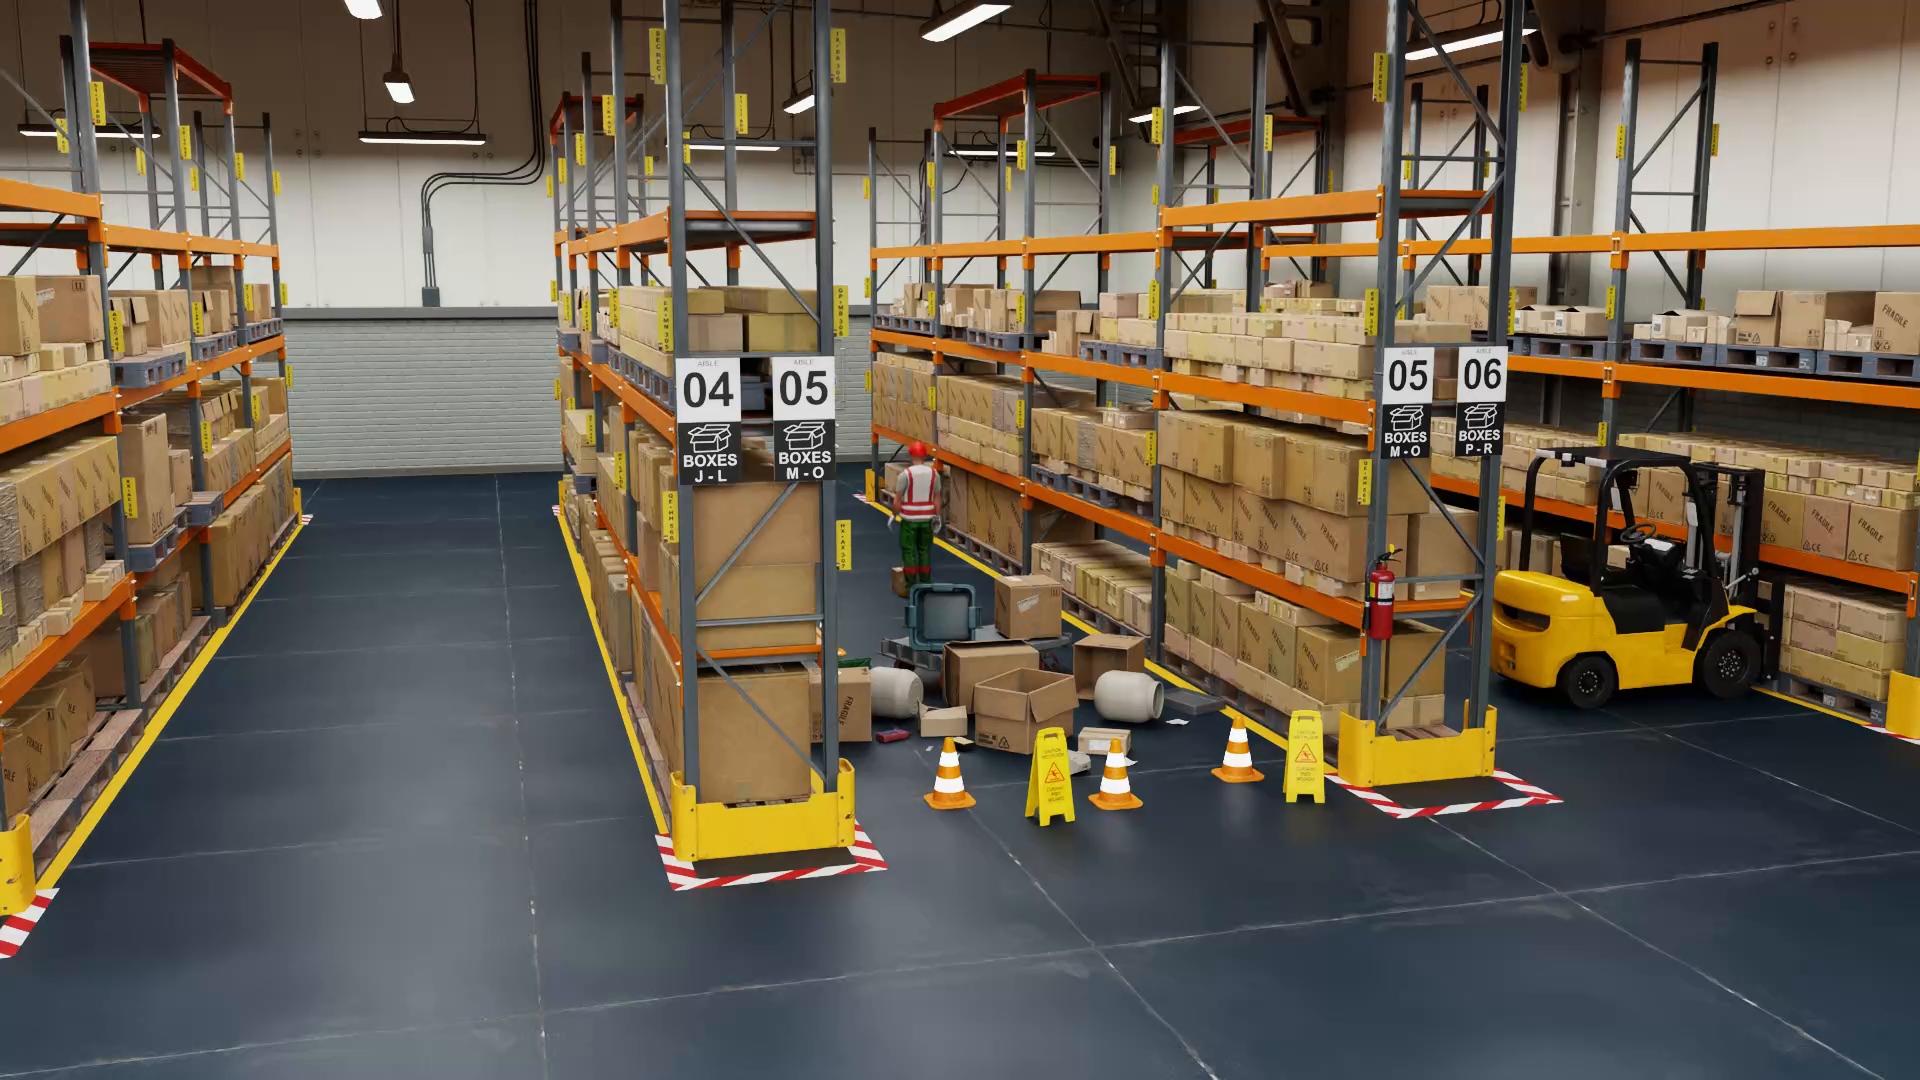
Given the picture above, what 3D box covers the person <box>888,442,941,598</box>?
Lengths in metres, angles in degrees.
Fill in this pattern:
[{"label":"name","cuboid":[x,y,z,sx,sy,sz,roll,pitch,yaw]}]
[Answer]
[{"label":"person","cuboid":[-0.533,-0.231,19.136,0.599,1.814,0.429,-4,10,-23]}]
